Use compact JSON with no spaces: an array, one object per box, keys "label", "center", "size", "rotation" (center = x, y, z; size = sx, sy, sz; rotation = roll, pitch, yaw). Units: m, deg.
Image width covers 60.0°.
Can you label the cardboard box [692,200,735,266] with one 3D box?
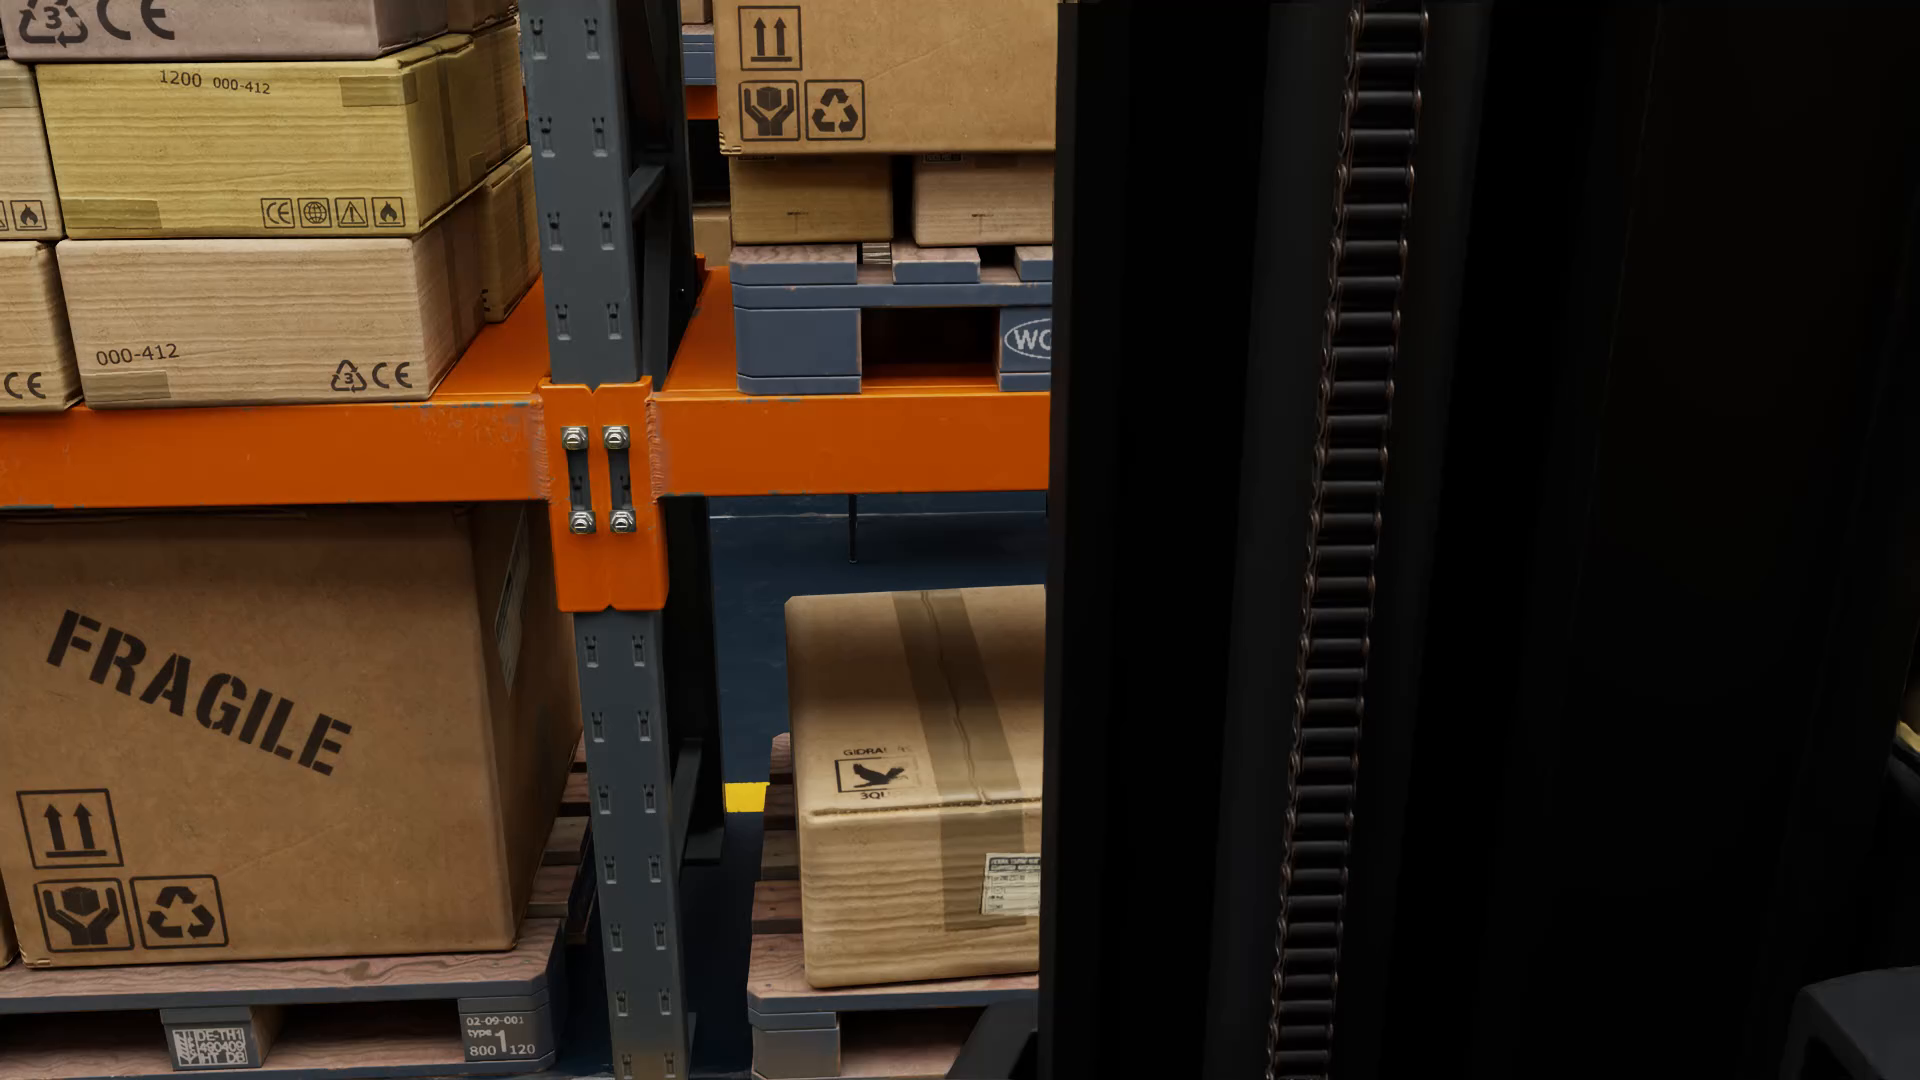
[{"label":"cardboard box","center":[-1.281,-1.284,7.700],"size":[0.500,0.500,0.500],"rotation":[-1,21,-1]}]

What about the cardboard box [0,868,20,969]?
[{"label":"cardboard box","center":[-2.169,0.220,3.223],"size":[0.875,0.875,0.875],"rotation":[-1,21,-2]}]

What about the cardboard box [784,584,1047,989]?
[{"label":"cardboard box","center":[-0.020,0.446,3.336],"size":[0.625,0.372,0.950],"rotation":[-3,21,-7]}]

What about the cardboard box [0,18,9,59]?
[{"label":"cardboard box","center":[-1.597,-0.975,2.420],"size":[0.500,0.500,0.500],"rotation":[-1,21,-2]}]

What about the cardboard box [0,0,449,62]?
[{"label":"cardboard box","center":[-1.086,-0.988,2.455],"size":[0.500,0.500,0.500],"rotation":[-2,21,-5]}]

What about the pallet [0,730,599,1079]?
[{"label":"pallet","center":[-1.376,0.715,3.447],"size":[1.213,0.211,1.003],"rotation":[-1,21,-3]}]

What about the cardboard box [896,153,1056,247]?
[{"label":"cardboard box","center":[0.035,-0.591,2.720],"size":[0.250,0.149,0.380],"rotation":[-2,21,-6]}]

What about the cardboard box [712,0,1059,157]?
[{"label":"cardboard box","center":[-0.122,-0.887,2.585],"size":[0.500,0.500,0.500],"rotation":[-2,21,-5]}]

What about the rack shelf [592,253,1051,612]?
[{"label":"rack shelf","center":[1.412,-0.282,3.157],"size":[4.000,0.370,1.077],"rotation":[-1,21,-3]}]

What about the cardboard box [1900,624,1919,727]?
[{"label":"cardboard box","center":[2.168,0.400,3.457],"size":[0.625,0.372,0.950],"rotation":[0,21,0]}]

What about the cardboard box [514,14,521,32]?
[{"label":"cardboard box","center":[-1.906,-2.331,7.147],"size":[0.500,0.250,0.500],"rotation":[-2,21,-6]}]

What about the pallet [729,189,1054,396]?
[{"label":"pallet","center":[0.121,-0.540,3.094],"size":[1.003,0.211,1.213],"rotation":[-1,21,-3]}]

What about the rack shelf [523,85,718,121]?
[{"label":"rack shelf","center":[-2.868,-1.964,7.575],"size":[4.000,0.370,1.077],"rotation":[-1,21,-3]}]

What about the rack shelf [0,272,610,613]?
[{"label":"rack shelf","center":[-2.581,-0.201,2.944],"size":[4.000,0.370,1.077],"rotation":[-1,21,-3]}]

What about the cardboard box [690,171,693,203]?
[{"label":"cardboard box","center":[-1.350,-1.572,7.546],"size":[0.250,0.149,0.380],"rotation":[-2,21,-6]}]

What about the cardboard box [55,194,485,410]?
[{"label":"cardboard box","center":[-1.074,-0.405,2.680],"size":[0.500,0.250,0.500],"rotation":[-2,21,-5]}]

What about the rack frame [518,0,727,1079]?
[{"label":"rack frame","center":[-0.584,-0.578,2.922],"size":[0.127,3.000,1.000],"rotation":[-1,21,-3]}]

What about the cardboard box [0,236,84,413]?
[{"label":"cardboard box","center":[-1.583,-0.389,2.638],"size":[0.500,0.250,0.500],"rotation":[-1,21,-2]}]

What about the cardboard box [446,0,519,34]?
[{"label":"cardboard box","center":[-1.091,-1.169,2.929],"size":[0.500,0.500,0.500],"rotation":[-2,21,-5]}]

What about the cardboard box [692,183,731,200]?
[{"label":"cardboard box","center":[-1.308,-1.460,8.163],"size":[0.500,0.500,0.500],"rotation":[0,21,-1]}]

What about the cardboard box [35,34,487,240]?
[{"label":"cardboard box","center":[-1.053,-0.641,2.597],"size":[0.500,0.250,0.500],"rotation":[-1,21,-3]}]

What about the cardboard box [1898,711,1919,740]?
[{"label":"cardboard box","center":[1.474,0.415,3.418],"size":[0.625,0.372,0.950],"rotation":[0,21,-1]}]

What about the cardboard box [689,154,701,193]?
[{"label":"cardboard box","center":[-1.410,-1.772,8.071],"size":[0.250,0.149,0.380],"rotation":[0,21,0]}]

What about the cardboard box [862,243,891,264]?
[{"label":"cardboard box","center":[-0.248,-1.435,7.922],"size":[0.625,0.625,0.875],"rotation":[-1,21,-1]}]

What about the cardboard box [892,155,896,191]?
[{"label":"cardboard box","center":[-0.007,-0.778,3.211],"size":[0.250,0.149,0.380],"rotation":[-1,21,-2]}]

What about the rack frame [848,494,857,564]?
[{"label":"rack frame","center":[-0.359,-0.694,5.335],"size":[0.023,1.500,0.400],"rotation":[-1,21,-3]}]

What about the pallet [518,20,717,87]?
[{"label":"pallet","center":[-1.544,-2.212,7.486],"size":[1.003,0.211,1.213],"rotation":[-1,21,-3]}]

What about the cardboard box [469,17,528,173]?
[{"label":"cardboard box","center":[-1.104,-0.819,3.064],"size":[0.500,0.250,0.500],"rotation":[-1,21,-3]}]

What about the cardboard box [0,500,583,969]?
[{"label":"cardboard box","center":[-1.279,0.204,3.266],"size":[0.875,0.875,0.875],"rotation":[-1,21,-4]}]

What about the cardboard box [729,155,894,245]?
[{"label":"cardboard box","center":[-0.249,-0.597,2.736],"size":[0.250,0.149,0.380],"rotation":[-2,21,-6]}]

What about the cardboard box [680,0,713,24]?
[{"label":"cardboard box","center":[-1.394,-2.629,7.579],"size":[0.500,0.500,0.500],"rotation":[0,21,-1]}]

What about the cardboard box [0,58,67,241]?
[{"label":"cardboard box","center":[-1.565,-0.629,2.566],"size":[0.500,0.250,0.500],"rotation":[-2,21,-4]}]

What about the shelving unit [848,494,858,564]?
[{"label":"shelving unit","center":[0.007,-0.701,5.354],"size":[0.755,1.500,0.431],"rotation":[-1,21,-3]}]

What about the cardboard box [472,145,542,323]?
[{"label":"cardboard box","center":[-1.087,-0.587,3.158],"size":[0.500,0.250,0.500],"rotation":[-2,21,-4]}]

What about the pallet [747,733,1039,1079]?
[{"label":"pallet","center":[0.196,0.710,3.459],"size":[1.213,0.211,1.003],"rotation":[-1,21,-3]}]
